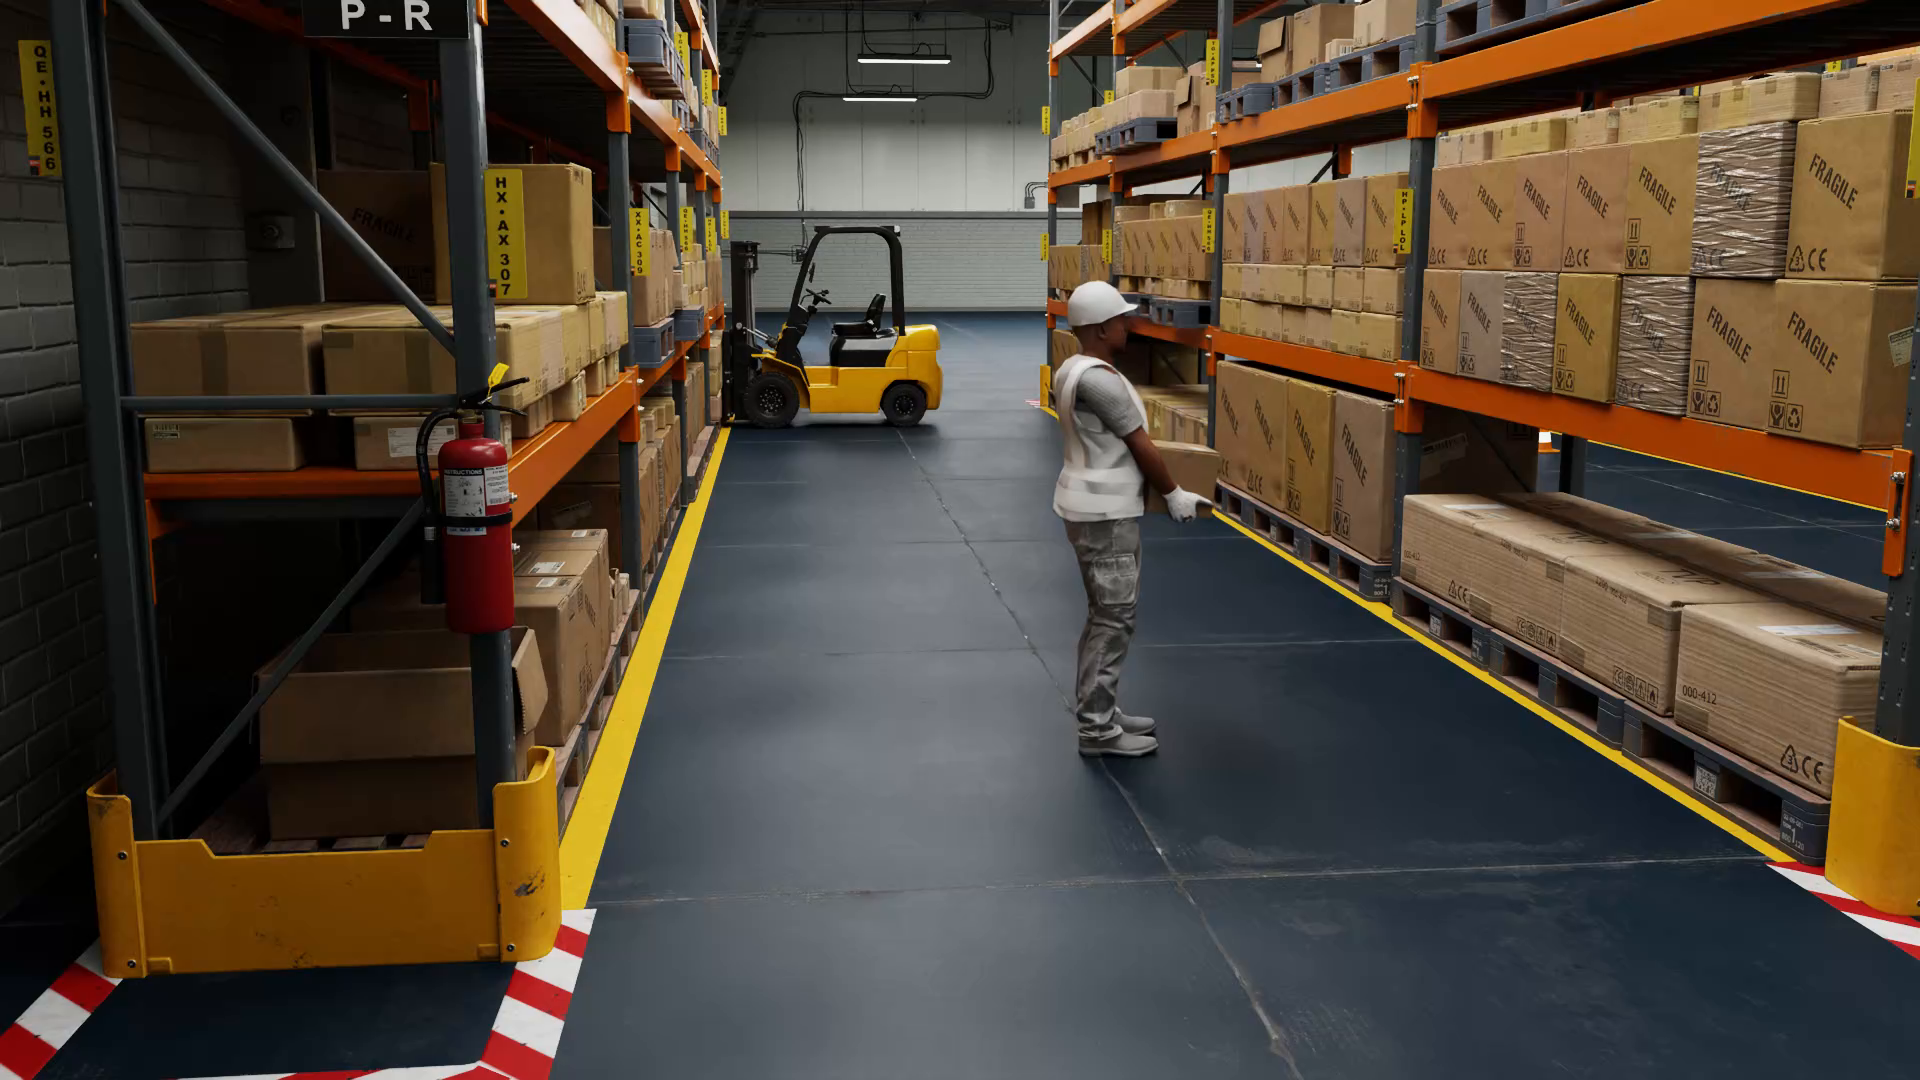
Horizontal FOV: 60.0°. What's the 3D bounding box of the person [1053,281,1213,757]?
[{"bbox_3d":[0.648,-0.088,6.350,0.573,1.781,0.489,-1,10,-5],"label":"person"}]
